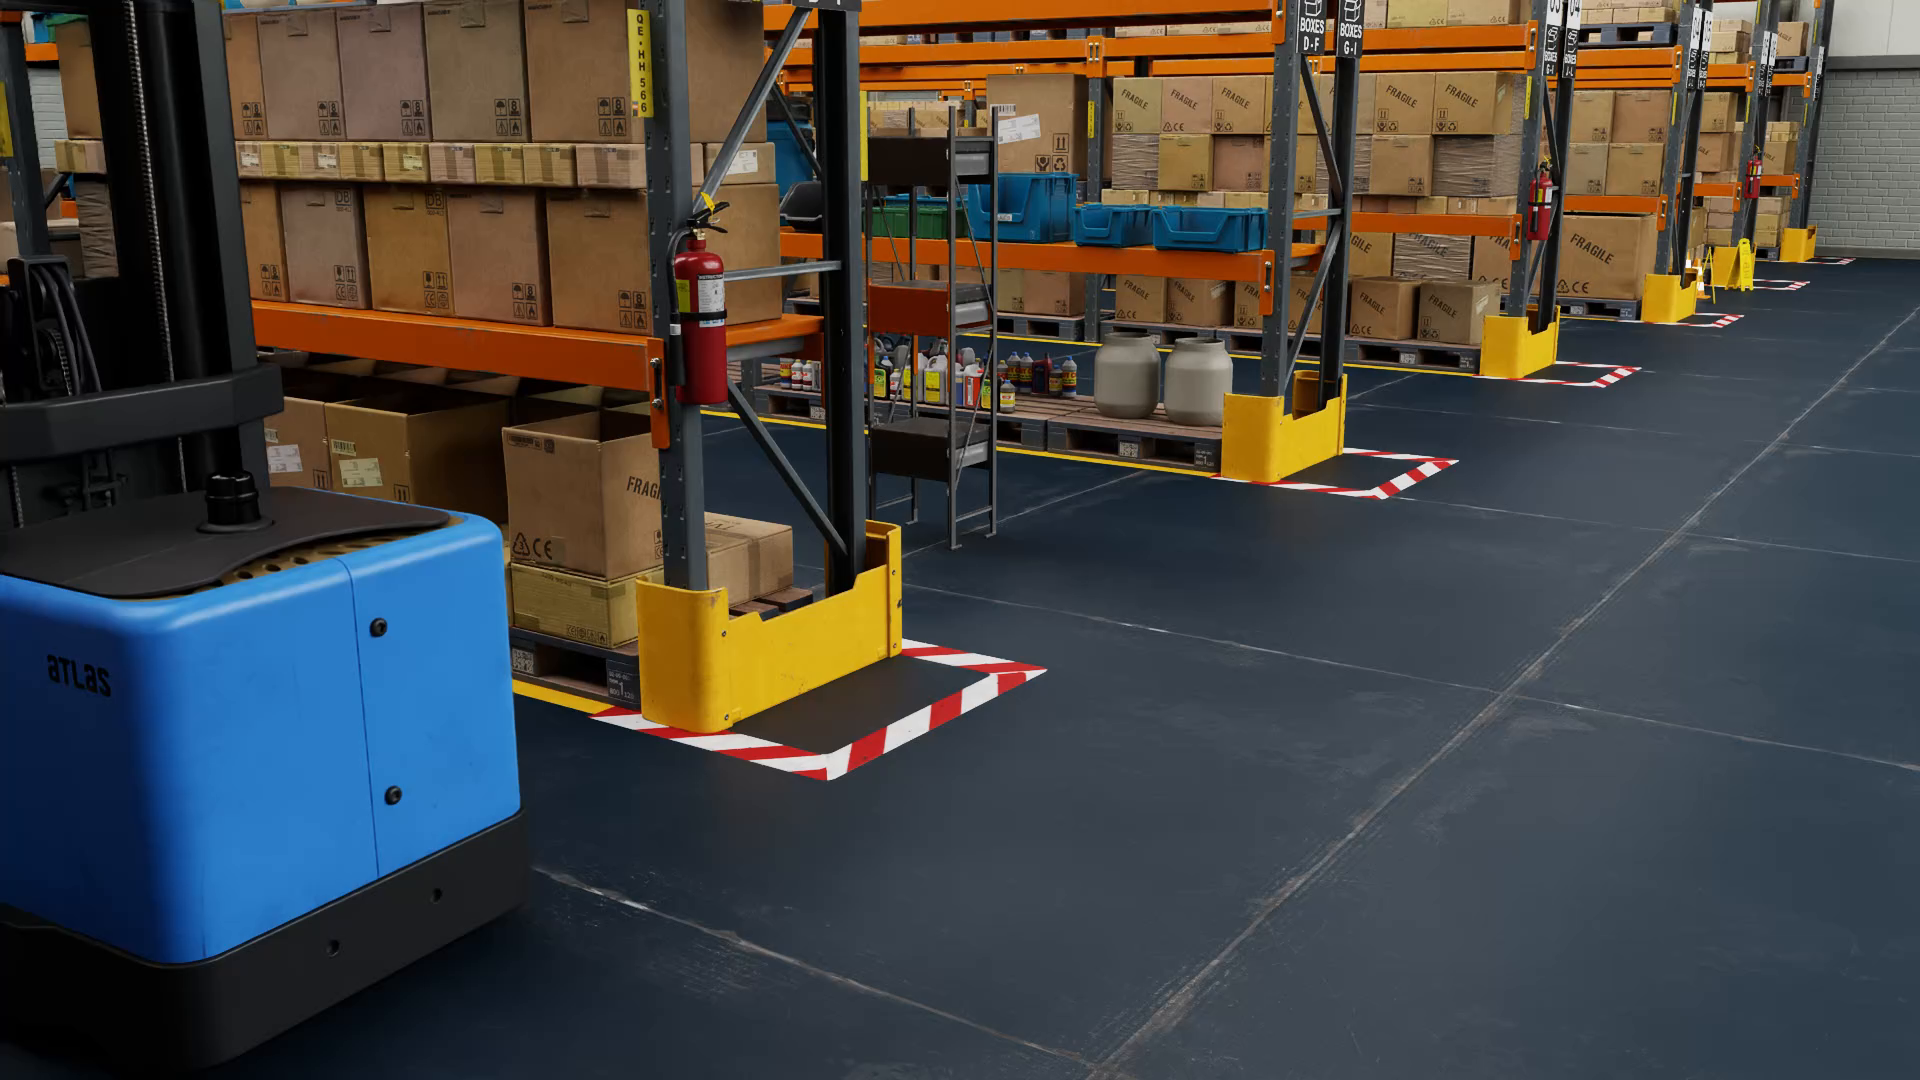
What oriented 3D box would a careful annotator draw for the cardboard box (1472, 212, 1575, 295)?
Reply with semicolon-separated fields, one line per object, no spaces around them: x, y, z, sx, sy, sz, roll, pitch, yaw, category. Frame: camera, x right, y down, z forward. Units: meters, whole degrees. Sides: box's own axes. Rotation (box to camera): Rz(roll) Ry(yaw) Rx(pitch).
6.361;-3.251;18.761;0.875;0.875;0.875;9;16;32;cardboard box

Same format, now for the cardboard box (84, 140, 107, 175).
-3.688;-1.724;7.489;0.250;0.149;0.380;9;17;34;cardboard box

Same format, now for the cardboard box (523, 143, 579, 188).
-1.333;-1.344;5.953;0.250;0.149;0.380;10;17;34;cardboard box

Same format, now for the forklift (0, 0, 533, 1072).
-2.641;-0.517;4.314;3.031;2.935;1.130;8;16;29;forklift

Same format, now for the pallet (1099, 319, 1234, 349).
2.098;-2.007;15.993;1.213;0.211;1.003;9;17;33;pallet

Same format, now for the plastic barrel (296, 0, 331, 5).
-5.534;-4.700;14.239;0.301;0.262;0.301;0;14;0;plastic barrel

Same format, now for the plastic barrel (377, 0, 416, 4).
-4.476;-4.400;13.382;0.421;0.512;0.421;0;14;0;plastic barrel

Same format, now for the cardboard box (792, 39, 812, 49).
-1.550;-5.250;17.358;0.500;0.250;0.500;10;17;34;cardboard box

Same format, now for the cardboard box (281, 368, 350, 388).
-2.971;-0.444;7.161;0.500;0.500;0.500;9;17;33;cardboard box

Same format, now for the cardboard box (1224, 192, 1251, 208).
2.582;-3.070;15.007;0.250;0.149;0.380;9;17;33;cardboard box

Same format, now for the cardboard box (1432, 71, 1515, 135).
4.246;-3.610;13.757;0.500;0.500;0.500;9;17;33;cardboard box

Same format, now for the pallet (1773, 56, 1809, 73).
12.566;-7.387;25.863;1.213;0.211;1.003;9;17;33;pallet

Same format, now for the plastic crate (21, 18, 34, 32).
-9.534;-5.105;16.709;0.530;0.282;0.437;9;17;33;plastic crate

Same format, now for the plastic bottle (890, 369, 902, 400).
-0.427;-1.053;11.241;0.097;0.201;0.097;0;14;0;plastic bottle

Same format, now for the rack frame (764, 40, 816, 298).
-1.798;-3.980;18.160;0.127;3.000;1.000;9;17;33;rack frame

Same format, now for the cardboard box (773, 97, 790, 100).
-2.806;-6.180;24.136;0.500;0.500;0.500;9;16;31;cardboard box

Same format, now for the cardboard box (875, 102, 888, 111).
-1.257;-7.533;28.874;0.250;0.149;0.380;9;17;33;cardboard box

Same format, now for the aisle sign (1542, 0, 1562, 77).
4.724;-4.101;13.239;0.004;0.787;0.394;9;17;33;aisle sign

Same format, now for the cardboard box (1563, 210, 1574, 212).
8.271;-4.381;23.065;0.500;0.500;0.500;10;17;36;cardboard box

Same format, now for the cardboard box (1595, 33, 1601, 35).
8.634;-6.790;22.131;0.250;0.149;0.380;10;17;34;cardboard box

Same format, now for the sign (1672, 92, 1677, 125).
7.378;-4.454;17.169;0.005;0.325;0.100;9;17;33;sign

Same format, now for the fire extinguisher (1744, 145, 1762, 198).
10.209;-4.739;21.384;0.183;0.674;0.296;9;17;33;fire extinguisher

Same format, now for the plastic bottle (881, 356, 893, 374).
-0.506;-1.117;11.355;0.097;0.271;0.097;0;14;0;plastic bottle

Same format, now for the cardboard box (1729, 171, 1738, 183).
10.205;-4.848;22.189;0.250;0.149;0.380;9;17;33;cardboard box

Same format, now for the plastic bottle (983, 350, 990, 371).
0.210;-1.201;11.695;0.097;0.271;0.097;0;14;0;plastic bottle

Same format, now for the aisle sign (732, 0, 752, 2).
-0.801;-2.127;5.265;0.004;0.787;0.394;9;17;33;aisle sign

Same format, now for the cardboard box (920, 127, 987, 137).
0.031;-3.912;16.795;0.637;0.503;0.797;11;18;38;cardboard box

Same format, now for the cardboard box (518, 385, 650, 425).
-1.429;-0.349;6.778;0.500;0.500;0.500;9;17;33;cardboard box

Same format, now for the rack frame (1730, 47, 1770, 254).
10.371;-4.883;21.808;0.127;3.000;1.000;9;17;33;rack frame

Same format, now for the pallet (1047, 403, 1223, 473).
1.315;-0.677;10.620;1.213;0.211;1.003;9;17;33;pallet

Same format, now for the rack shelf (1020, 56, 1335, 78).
2.713;-5.794;20.743;4.000;0.370;1.077;9;17;33;rack shelf

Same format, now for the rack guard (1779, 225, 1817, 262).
13.158;-4.657;26.096;0.348;0.500;1.175;9;17;33;rack guard

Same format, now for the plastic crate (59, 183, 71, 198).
-8.960;-3.521;16.754;0.590;0.125;0.437;9;17;33;plastic crate

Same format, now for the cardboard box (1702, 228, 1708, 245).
11.754;-4.880;26.644;0.500;0.250;0.500;9;17;33;cardboard box

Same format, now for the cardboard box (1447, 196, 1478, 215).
4.281;-2.816;13.981;0.250;0.149;0.380;9;17;33;cardboard box

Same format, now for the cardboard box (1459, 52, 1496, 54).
7.264;-6.834;23.138;0.500;0.250;0.500;9;16;32;cardboard box

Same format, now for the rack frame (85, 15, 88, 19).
-7.881;-6.441;15.617;0.127;3.000;1.000;9;17;33;rack frame

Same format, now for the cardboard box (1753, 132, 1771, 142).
12.465;-6.256;25.795;0.250;0.149;0.380;9;17;34;cardboard box

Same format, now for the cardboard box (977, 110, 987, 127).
0.618;-6.910;27.707;0.500;0.500;0.500;9;17;33;cardboard box

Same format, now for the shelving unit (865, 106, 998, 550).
-0.137;-1.041;8.161;0.503;2.100;0.431;9;17;33;shelving unit

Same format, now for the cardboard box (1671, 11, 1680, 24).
7.587;-5.579;17.818;0.250;0.149;0.380;9;17;33;cardboard box

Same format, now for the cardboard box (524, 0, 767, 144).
-1.116;-1.683;5.973;0.500;0.500;0.700;9;17;33;cardboard box

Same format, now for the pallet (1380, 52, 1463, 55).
5.046;-5.721;19.132;1.213;0.211;1.003;9;17;33;pallet

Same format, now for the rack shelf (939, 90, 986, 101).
1.521;-8.858;33.119;4.000;0.370;1.077;9;17;33;rack shelf

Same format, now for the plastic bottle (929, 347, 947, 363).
-0.157;-1.230;11.785;0.133;0.283;0.061;9;17;33;plastic bottle

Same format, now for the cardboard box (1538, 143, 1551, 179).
6.496;-4.166;18.598;0.550;0.550;0.875;9;17;33;cardboard box

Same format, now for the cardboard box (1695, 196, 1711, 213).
11.731;-5.361;26.504;0.500;0.250;0.500;9;17;34;cardboard box

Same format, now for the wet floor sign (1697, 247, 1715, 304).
8.821;-3.131;19.629;0.232;0.644;0.267;6;15;23;wet floor sign

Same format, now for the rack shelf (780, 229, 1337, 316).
0.416;-1.839;11.007;4.000;0.370;1.077;9;17;33;rack shelf

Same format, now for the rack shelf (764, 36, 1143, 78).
-0.139;-4.819;16.803;4.000;0.370;1.077;9;17;33;rack shelf

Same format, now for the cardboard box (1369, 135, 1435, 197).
3.917;-3.223;14.273;0.500;0.500;0.875;9;17;33;cardboard box

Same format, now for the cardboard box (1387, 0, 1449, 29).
3.882;-4.371;13.809;0.500;0.250;0.500;9;17;33;cardboard box

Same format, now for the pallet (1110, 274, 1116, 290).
2.674;-3.318;21.286;1.213;0.211;1.003;9;17;33;pallet
